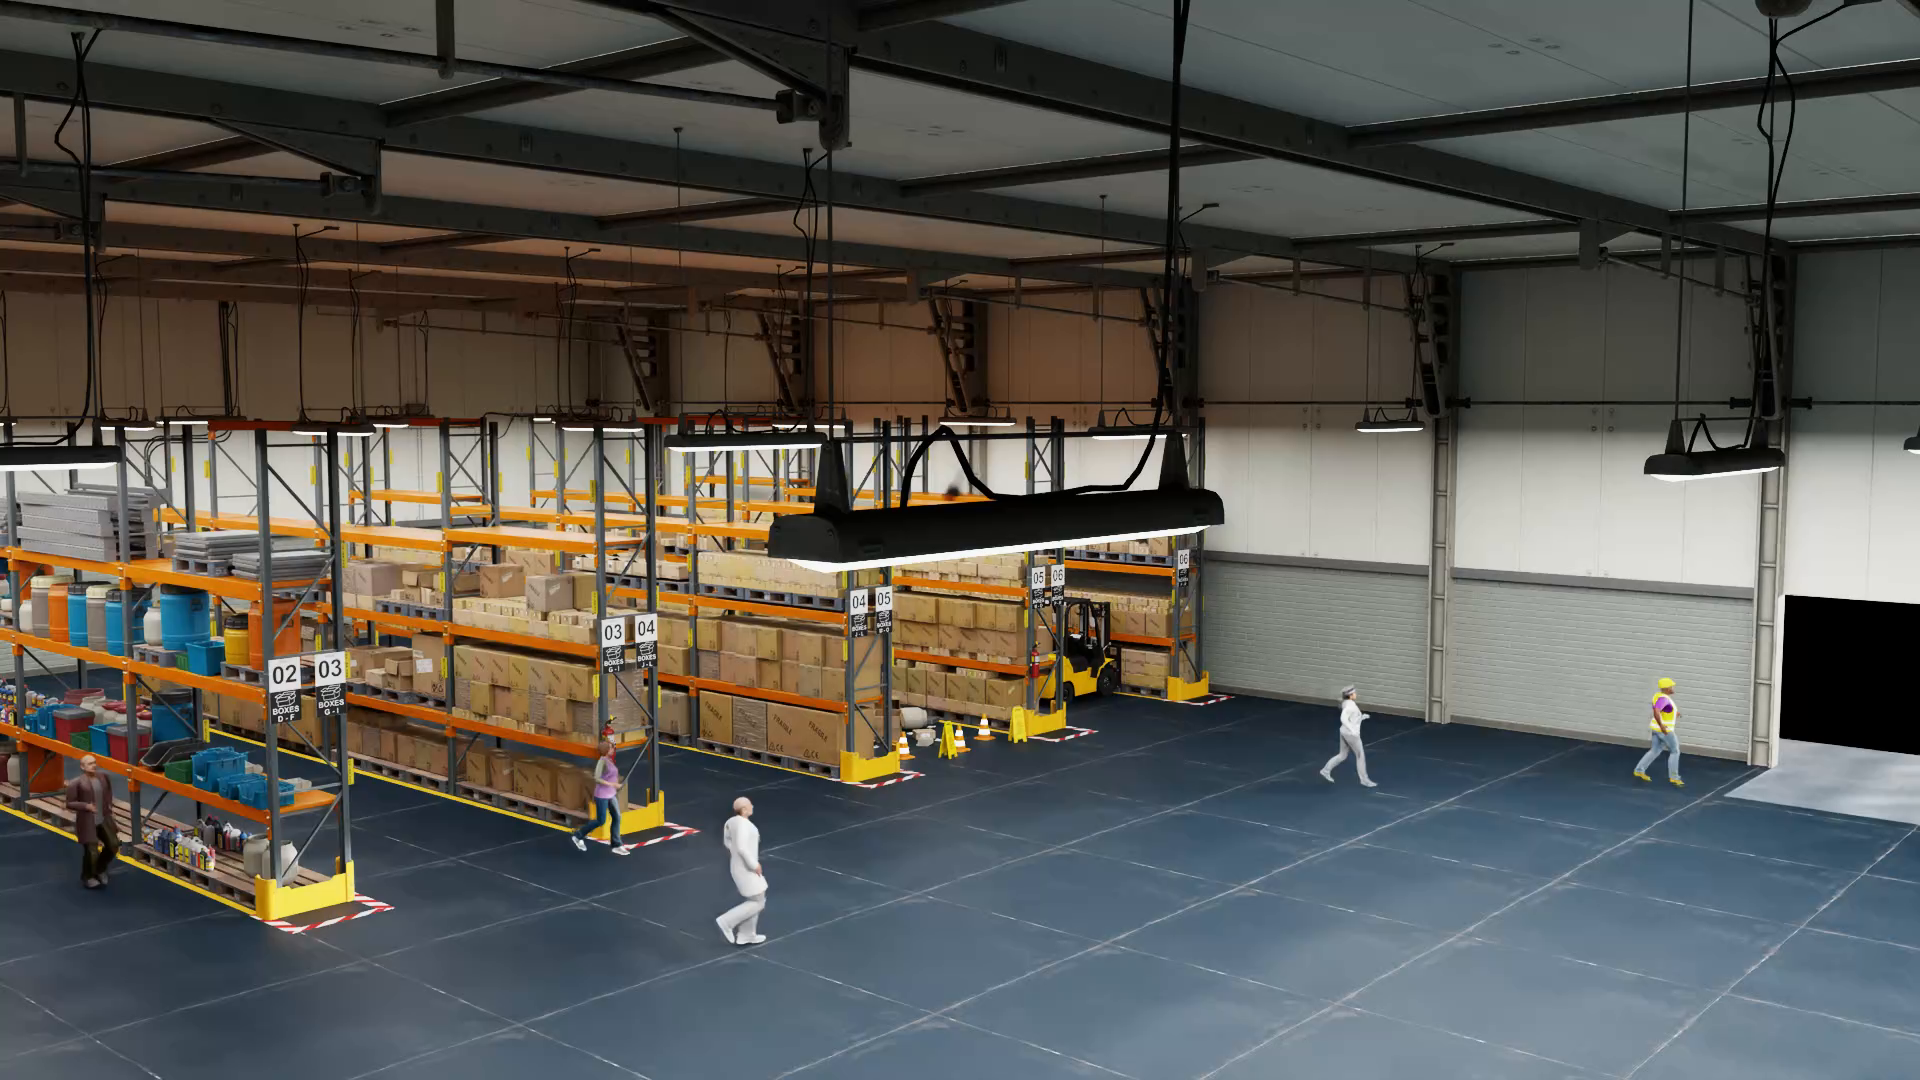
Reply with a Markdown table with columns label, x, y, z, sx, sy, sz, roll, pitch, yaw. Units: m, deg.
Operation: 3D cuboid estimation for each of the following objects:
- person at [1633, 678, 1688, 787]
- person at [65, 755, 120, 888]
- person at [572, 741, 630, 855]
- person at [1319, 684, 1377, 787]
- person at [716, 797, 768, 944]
| label | x | y | z | sx | sy | sz | roll | pitch | yaw |
| --- | --- | --- | --- | --- | --- | --- | --- | --- | --- |
| person | 11.576 | 3.167 | 27.457 | 0.848 | 1.807 | 0.685 | 0 | 5 | -2 |
| person | -11.197 | 3.667 | 21.570 | 0.690 | 1.738 | 0.687 | 3 | 6 | 35 |
| person | -4.996 | 3.601 | 23.284 | 0.826 | 1.585 | 0.570 | 1 | 5 | 9 |
| person | 6.387 | 3.198 | 27.239 | 0.920 | 1.683 | 0.608 | -1 | 5 | -6 |
| person | -2.559 | 3.865 | 19.349 | 0.630 | 1.731 | 0.703 | -2 | 5 | -23 |
